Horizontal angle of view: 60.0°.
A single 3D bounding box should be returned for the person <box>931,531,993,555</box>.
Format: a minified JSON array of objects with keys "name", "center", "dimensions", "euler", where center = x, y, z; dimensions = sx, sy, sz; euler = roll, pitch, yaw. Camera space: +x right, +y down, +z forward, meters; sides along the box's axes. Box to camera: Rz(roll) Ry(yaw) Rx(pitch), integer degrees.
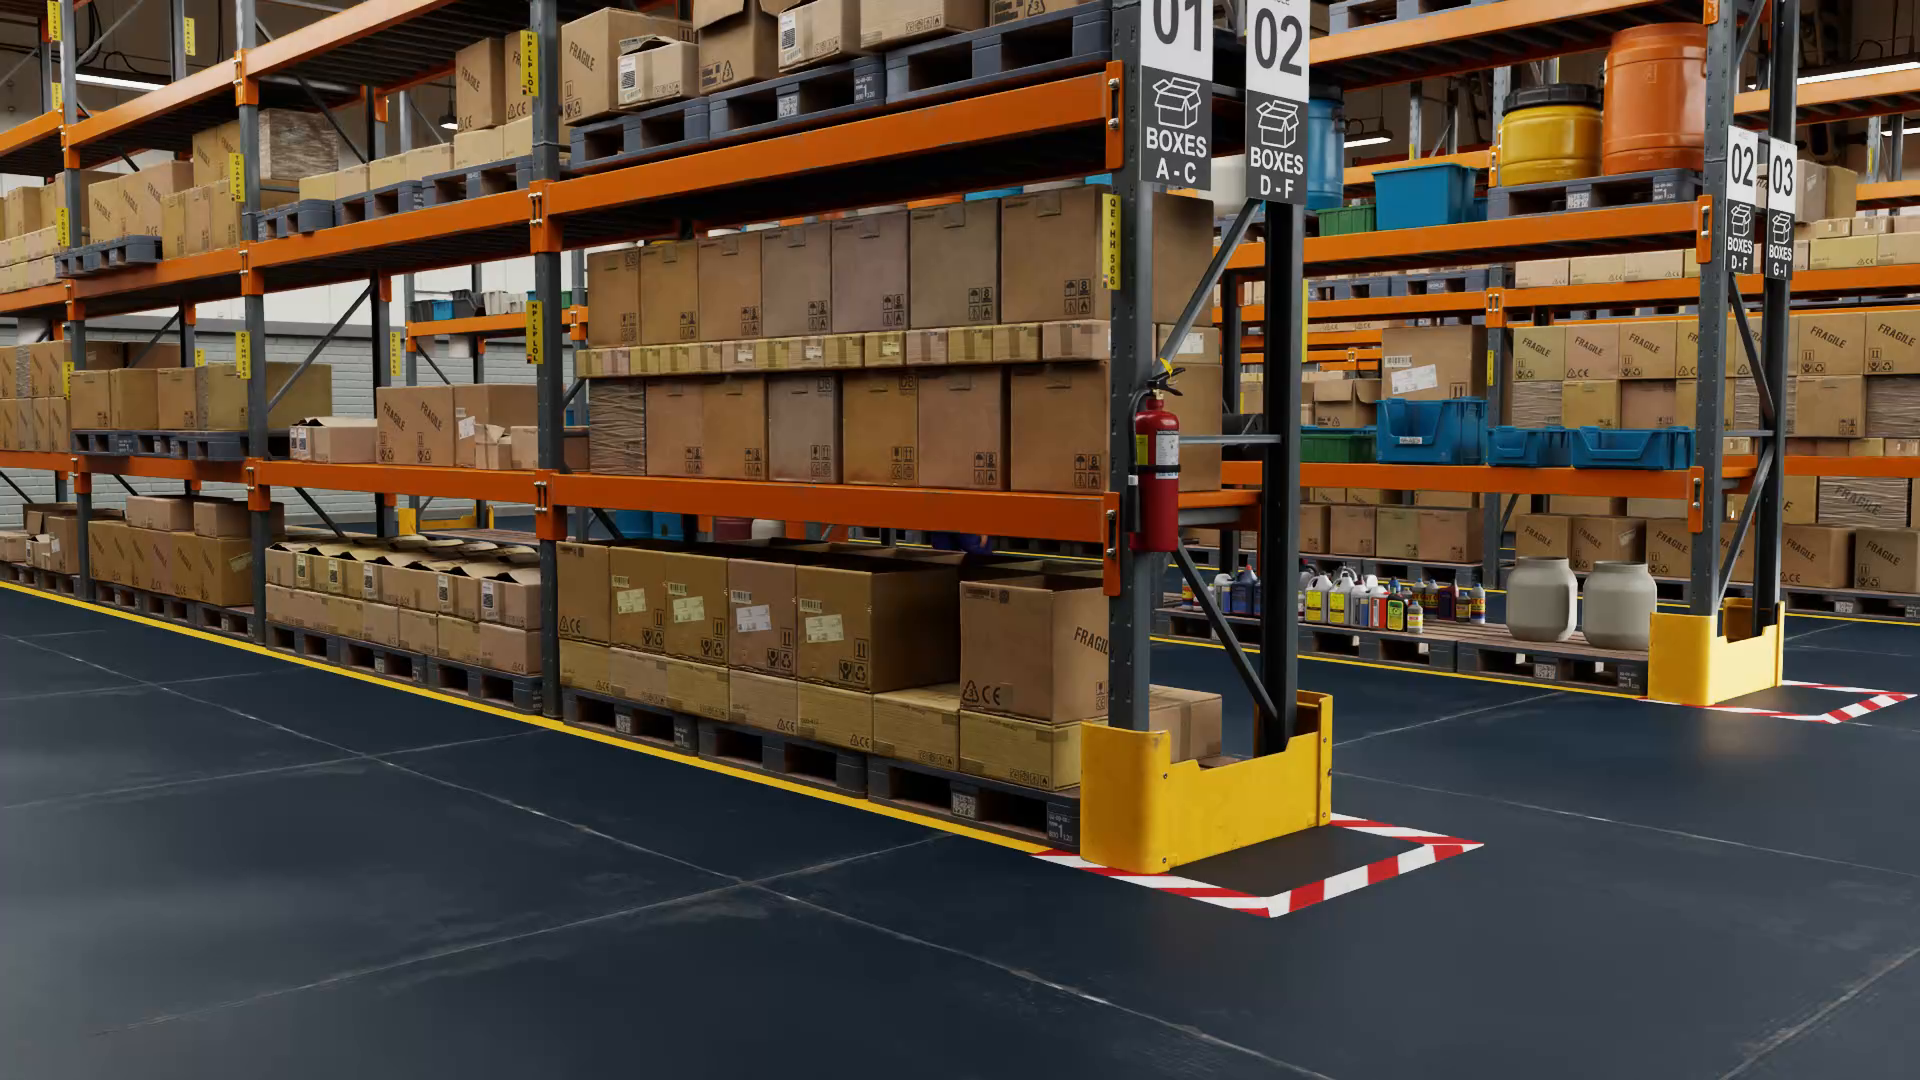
[{"name":"person","center":[0.066,-0.101,12.007],"dimensions":[0.495,1.640,0.644],"euler":[3,5,40]}]
